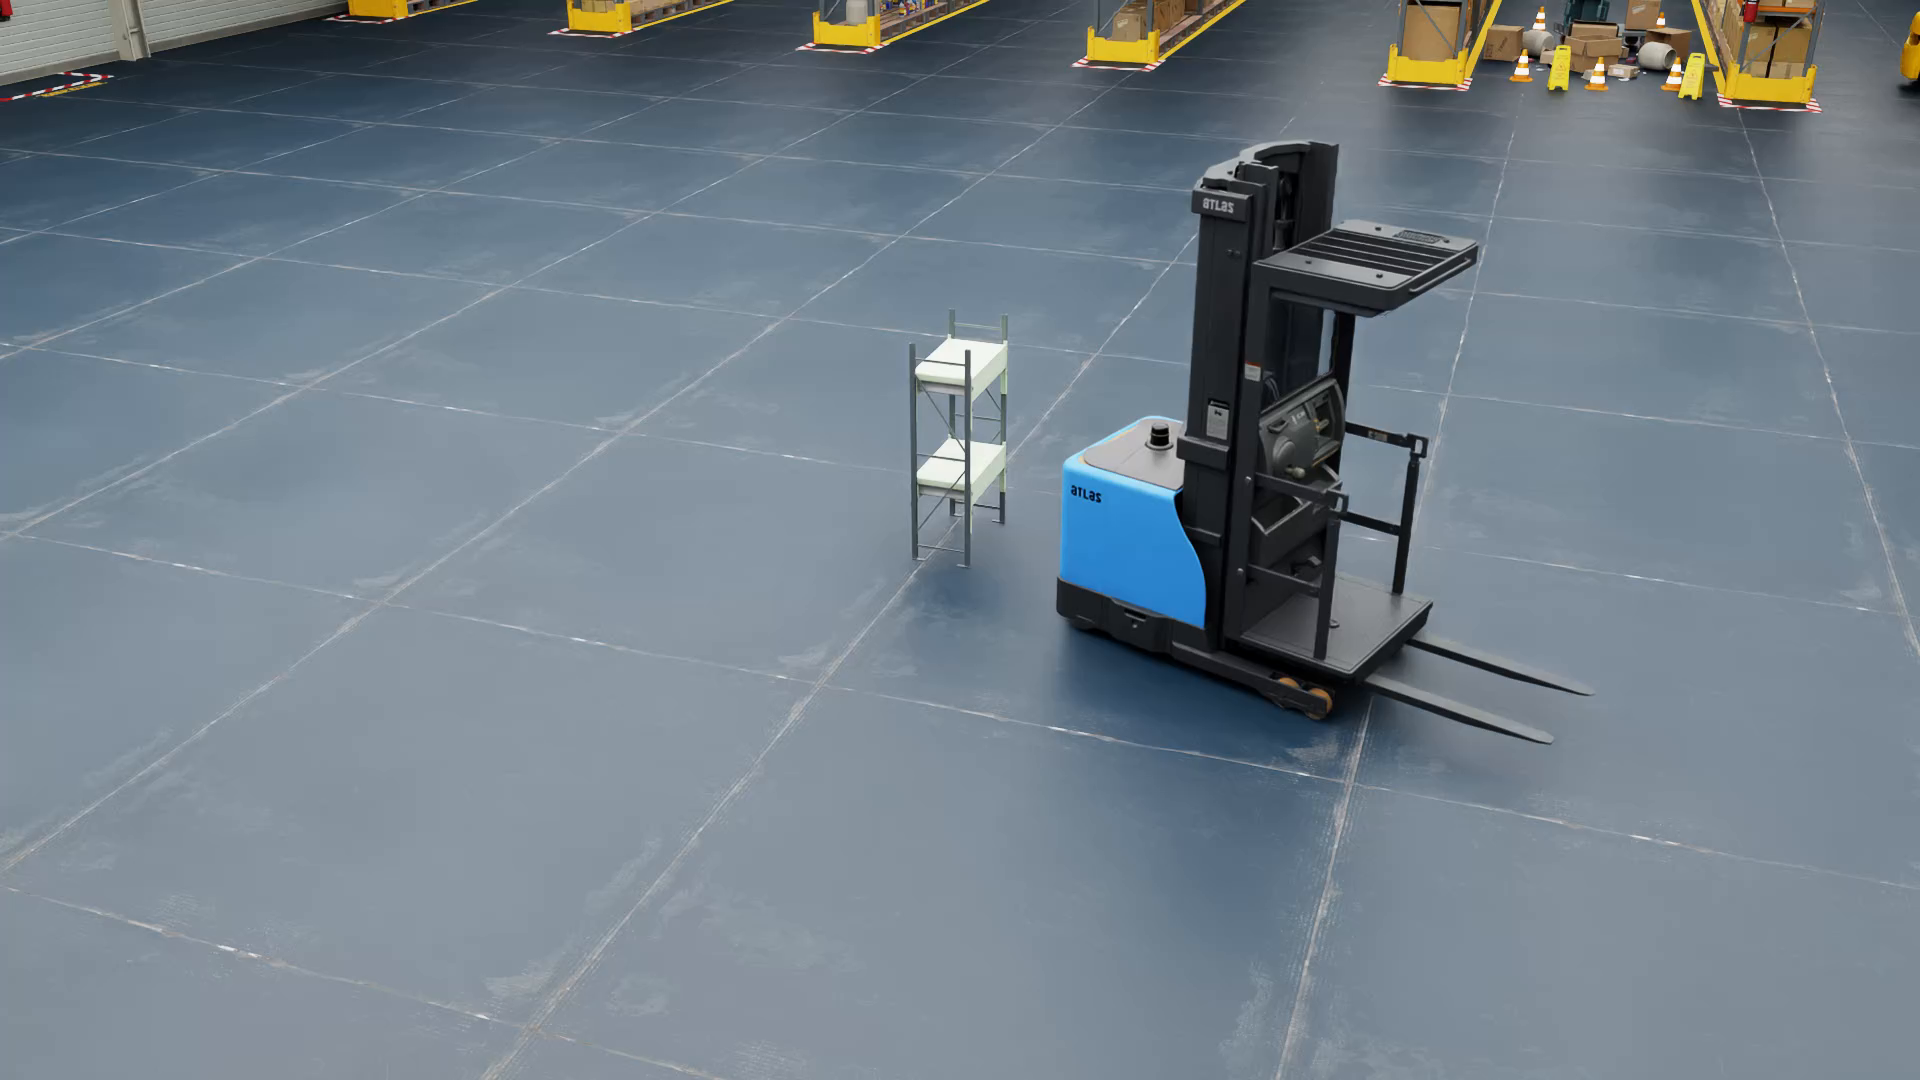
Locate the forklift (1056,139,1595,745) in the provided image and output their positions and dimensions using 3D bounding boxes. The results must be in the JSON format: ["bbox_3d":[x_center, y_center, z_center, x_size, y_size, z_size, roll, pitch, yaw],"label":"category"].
[{"bbox_3d":[2.061,-0.590,9.104,3.031,2.935,1.130,19,32,34],"label":"forklift"}]

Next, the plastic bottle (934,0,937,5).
[{"bbox_3d":[-0.490,-10.457,32.018,0.061,0.283,0.133,10,28,20],"label":"plastic bottle"}]

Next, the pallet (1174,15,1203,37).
[{"bbox_3d":[3.839,-9.473,30.572,1.003,0.211,1.213,9,27,17],"label":"pallet"}]

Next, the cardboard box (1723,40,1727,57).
[{"bbox_3d":[12.582,-7.880,26.757,0.500,0.250,0.500,8,27,17],"label":"cardboard box"}]

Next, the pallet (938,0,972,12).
[{"bbox_3d":[-0.417,-10.800,33.314,1.003,0.211,1.213,9,27,17],"label":"pallet"}]

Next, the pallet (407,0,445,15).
[{"bbox_3d":[-10.986,-10.625,32.952,1.003,0.211,1.213,9,27,17],"label":"pallet"}]

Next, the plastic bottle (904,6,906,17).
[{"bbox_3d":[-1.041,-9.764,30.681,0.097,0.201,0.097,0,26,0],"label":"plastic bottle"}]

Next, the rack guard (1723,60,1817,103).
[{"bbox_3d":[12.069,-6.834,24.791,1.175,0.500,0.348,9,27,17],"label":"rack guard"}]

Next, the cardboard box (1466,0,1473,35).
[{"bbox_3d":[8.398,-9.232,28.832,0.875,0.875,0.875,9,27,18],"label":"cardboard box"}]

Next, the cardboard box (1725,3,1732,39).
[{"bbox_3d":[12.756,-8.436,27.043,0.500,0.500,0.500,10,28,20],"label":"cardboard box"}]

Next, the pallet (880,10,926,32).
[{"bbox_3d":[-1.309,-9.699,31.040,1.003,0.211,1.213,9,27,17],"label":"pallet"}]

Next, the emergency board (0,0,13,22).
[{"bbox_3d":[-14.753,-8.457,25.276,0.194,1.169,0.643,9,27,17],"label":"emergency board"}]

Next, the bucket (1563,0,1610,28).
[{"bbox_3d":[10.802,-9.069,28.550,0.726,0.611,0.620,20,22,35],"label":"bucket"}]

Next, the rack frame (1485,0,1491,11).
[{"bbox_3d":[10.004,-11.892,32.369,1.000,3.000,0.127,9,27,17],"label":"rack frame"}]

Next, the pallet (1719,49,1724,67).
[{"bbox_3d":[13.184,-8.036,27.604,1.003,0.211,1.213,9,27,17],"label":"pallet"}]

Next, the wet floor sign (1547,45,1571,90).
[{"bbox_3d":[9.199,-7.246,25.474,0.267,0.644,0.232,4,26,8],"label":"wet floor sign"}]

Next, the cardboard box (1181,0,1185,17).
[{"bbox_3d":[3.858,-9.914,30.671,0.500,0.500,0.500,8,27,16],"label":"cardboard box"}]

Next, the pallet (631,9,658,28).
[{"bbox_3d":[-6.427,-9.868,31.390,1.003,0.211,1.213,9,27,17],"label":"pallet"}]

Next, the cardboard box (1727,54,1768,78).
[{"bbox_3d":[12.067,-7.260,25.477,0.500,0.250,0.500,9,27,17],"label":"cardboard box"}]

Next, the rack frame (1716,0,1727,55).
[{"bbox_3d":[13.374,-9.572,27.577,1.000,3.000,0.127,9,27,17],"label":"rack frame"}]

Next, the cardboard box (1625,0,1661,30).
[{"bbox_3d":[11.686,-9.033,28.464,0.500,0.500,0.500,9,27,17],"label":"cardboard box"}]

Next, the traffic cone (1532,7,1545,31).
[{"bbox_3d":[10.543,-9.438,30.213,0.336,0.463,0.334,9,27,17],"label":"traffic cone"}]

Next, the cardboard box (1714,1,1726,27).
[{"bbox_3d":[14.012,-9.376,29.706,0.950,0.372,0.625,10,27,19],"label":"cardboard box"}]

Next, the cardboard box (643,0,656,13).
[{"bbox_3d":[-6.091,-10.149,31.442,0.500,0.250,0.500,9,27,17],"label":"cardboard box"}]

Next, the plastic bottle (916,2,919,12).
[{"bbox_3d":[-0.827,-10.029,31.227,0.097,0.201,0.097,0,26,0],"label":"plastic bottle"}]

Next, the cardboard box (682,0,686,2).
[{"bbox_3d":[-5.588,-10.764,32.714,0.500,0.250,0.500,9,27,17],"label":"cardboard box"}]

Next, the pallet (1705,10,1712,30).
[{"bbox_3d":[14.444,-9.640,30.917,1.003,0.211,1.213,9,27,17],"label":"pallet"}]

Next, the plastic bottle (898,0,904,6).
[{"bbox_3d":[-1.165,-10.440,31.906,0.144,0.351,0.185,9,27,17],"label":"plastic bottle"}]

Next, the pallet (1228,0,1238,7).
[{"bbox_3d":[5.099,-11.077,33.885,1.003,0.211,1.213,9,27,17],"label":"pallet"}]

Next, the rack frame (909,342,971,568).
[{"bbox_3d":[-0.124,-0.522,10.607,0.400,1.500,0.023,9,27,17],"label":"rack frame"}]

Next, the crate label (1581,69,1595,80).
[{"bbox_3d":[10.013,-7.357,26.287,0.250,0.136,0.298,-5,26,-9],"label":"crate label"}]

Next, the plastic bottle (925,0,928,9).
[{"bbox_3d":[-0.663,-10.244,31.578,0.061,0.283,0.133,11,28,21],"label":"plastic bottle"}]

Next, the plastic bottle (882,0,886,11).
[{"bbox_3d":[-1.439,-10.066,31.304,0.097,0.201,0.097,0,26,0],"label":"plastic bottle"}]

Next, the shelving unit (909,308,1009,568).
[{"bbox_3d":[-0.002,-0.672,10.917,0.431,1.500,0.755,9,27,17],"label":"shelving unit"}]

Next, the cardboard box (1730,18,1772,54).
[{"bbox_3d":[12.235,-7.799,25.728,0.500,0.500,0.500,10,28,19],"label":"cardboard box"}]

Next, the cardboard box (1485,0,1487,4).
[{"bbox_3d":[9.717,-10.831,32.278,1.050,0.750,0.750,8,27,17],"label":"cardboard box"}]

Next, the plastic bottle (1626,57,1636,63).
[{"bbox_3d":[11.176,-7.991,27.684,0.133,0.061,0.283,14,29,26],"label":"plastic bottle"}]

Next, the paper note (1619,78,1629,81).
[{"bbox_3d":[10.481,-7.269,26.228,0.148,0.019,0.142,0,26,-1],"label":"paper note"}]

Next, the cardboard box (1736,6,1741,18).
[{"bbox_3d":[12.210,-8.139,25.687,0.380,0.149,0.250,9,27,18],"label":"cardboard box"}]

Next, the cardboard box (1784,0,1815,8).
[{"bbox_3d":[12.352,-7.924,24.463,0.380,0.149,0.250,9,27,18],"label":"cardboard box"}]

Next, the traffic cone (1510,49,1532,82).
[{"bbox_3d":[8.858,-7.475,26.157,0.336,0.463,0.334,9,27,17],"label":"traffic cone"}]

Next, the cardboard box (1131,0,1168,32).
[{"bbox_3d":[3.315,-9.188,29.172,0.500,0.500,0.500,11,28,22],"label":"cardboard box"}]

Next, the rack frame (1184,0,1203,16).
[{"bbox_3d":[4.029,-11.009,30.545,1.000,3.000,0.127,9,27,17],"label":"rack frame"}]

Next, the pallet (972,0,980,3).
[{"bbox_3d":[-0.012,-11.303,34.353,1.003,0.211,1.213,9,27,17],"label":"pallet"}]

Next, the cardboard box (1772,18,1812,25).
[{"bbox_3d":[12.750,-7.734,25.594,0.500,0.500,0.500,8,27,16],"label":"cardboard box"}]

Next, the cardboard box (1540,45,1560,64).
[{"bbox_3d":[9.838,-8.044,27.559,0.396,0.266,0.258,14,29,26],"label":"cardboard box"}]

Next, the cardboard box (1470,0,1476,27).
[{"bbox_3d":[8.795,-9.693,29.926,1.050,0.750,0.750,9,27,17],"label":"cardboard box"}]

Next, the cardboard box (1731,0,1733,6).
[{"bbox_3d":[12.656,-8.695,26.835,0.380,0.149,0.250,10,28,19],"label":"cardboard box"}]

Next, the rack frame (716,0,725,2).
[{"bbox_3d":[-5.311,-12.447,33.515,1.000,3.000,0.127,9,27,17],"label":"rack frame"}]

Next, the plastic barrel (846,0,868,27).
[{"bbox_3d":[-1.826,-9.434,29.666,0.421,0.512,0.421,0,26,0],"label":"plastic barrel"}]

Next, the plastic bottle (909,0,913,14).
[{"bbox_3d":[-0.928,-9.935,30.954,0.097,0.271,0.097,0,26,0],"label":"plastic bottle"}]

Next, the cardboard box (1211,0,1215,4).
[{"bbox_3d":[4.616,-10.754,32.383,0.700,0.500,0.500,6,27,13],"label":"cardboard box"}]

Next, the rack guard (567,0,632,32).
[{"bbox_3d":[-6.650,-9.668,30.645,1.175,0.500,0.348,9,27,17],"label":"rack guard"}]
